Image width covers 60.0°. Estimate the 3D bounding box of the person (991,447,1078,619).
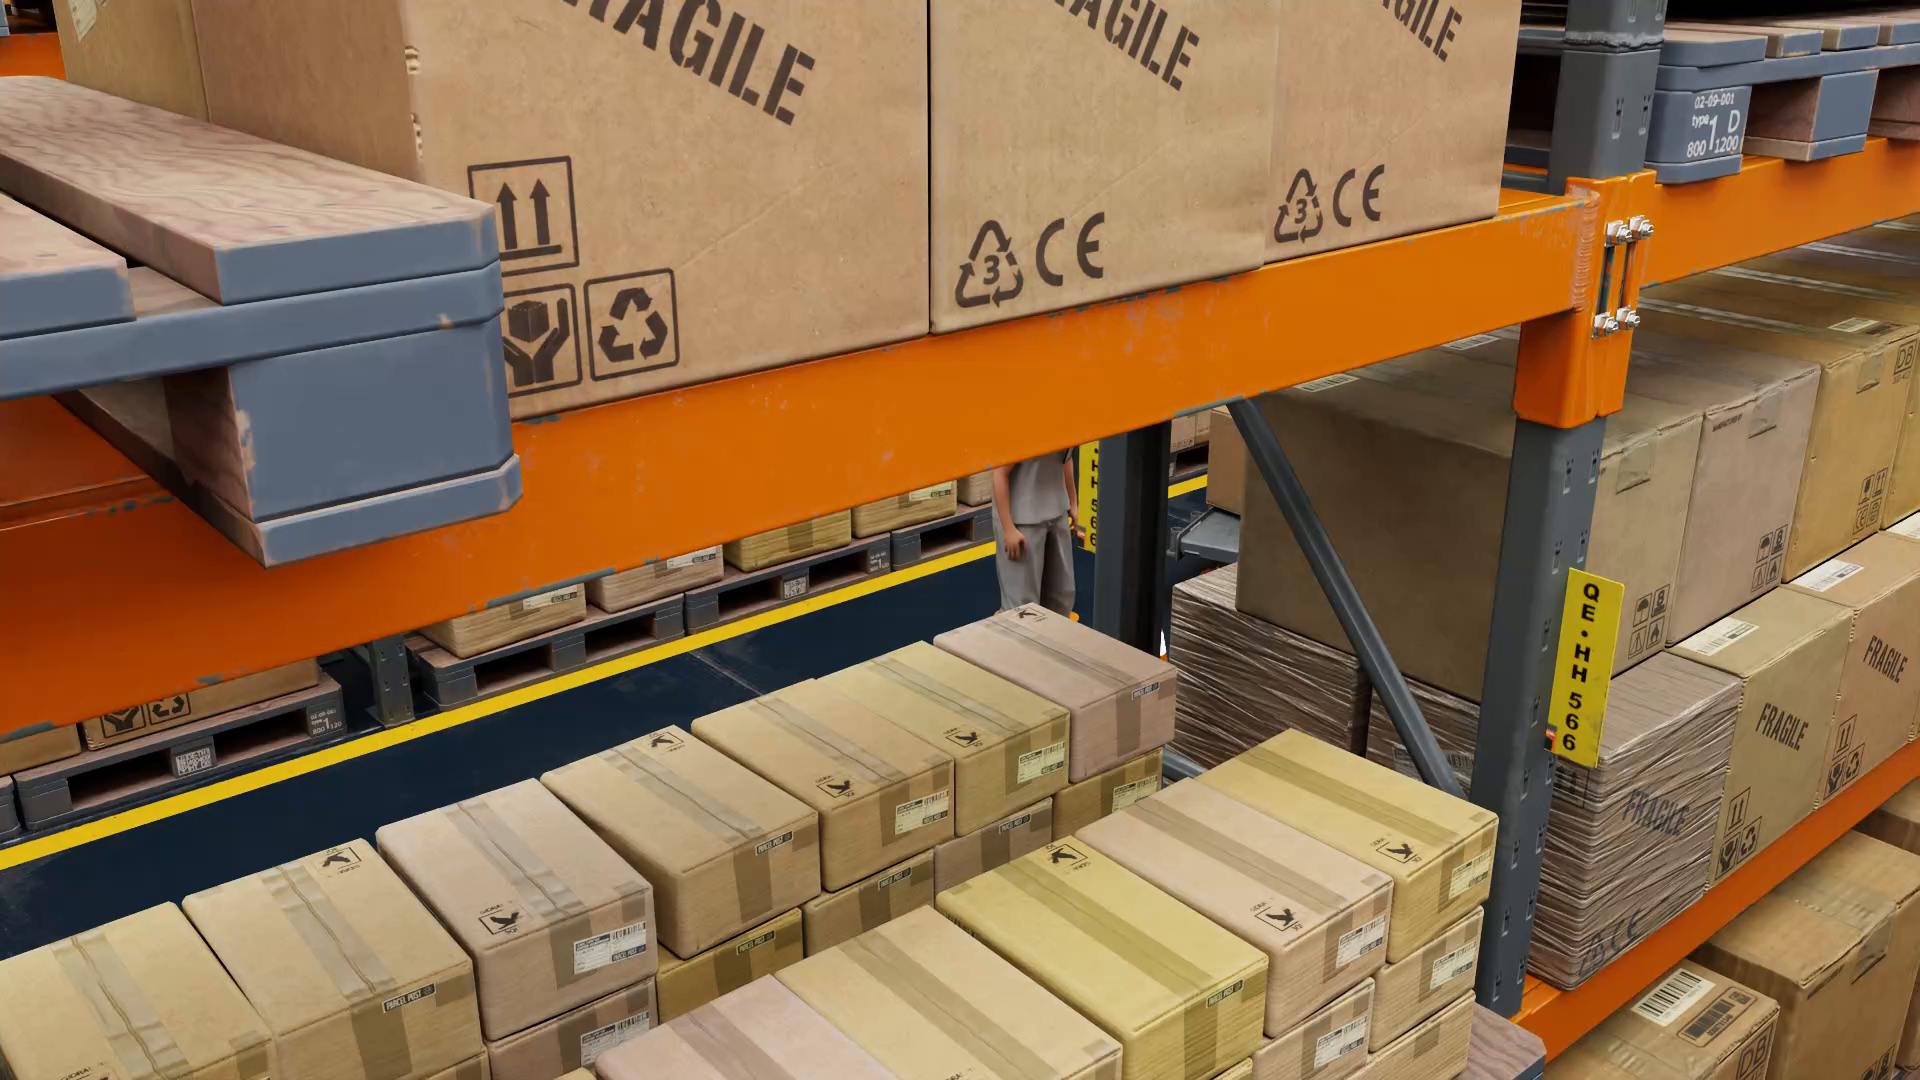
[{"bbox_3d":[0.316,-0.082,6.795,0.353,1.673,0.491,17,27,37],"label":"person"}]
